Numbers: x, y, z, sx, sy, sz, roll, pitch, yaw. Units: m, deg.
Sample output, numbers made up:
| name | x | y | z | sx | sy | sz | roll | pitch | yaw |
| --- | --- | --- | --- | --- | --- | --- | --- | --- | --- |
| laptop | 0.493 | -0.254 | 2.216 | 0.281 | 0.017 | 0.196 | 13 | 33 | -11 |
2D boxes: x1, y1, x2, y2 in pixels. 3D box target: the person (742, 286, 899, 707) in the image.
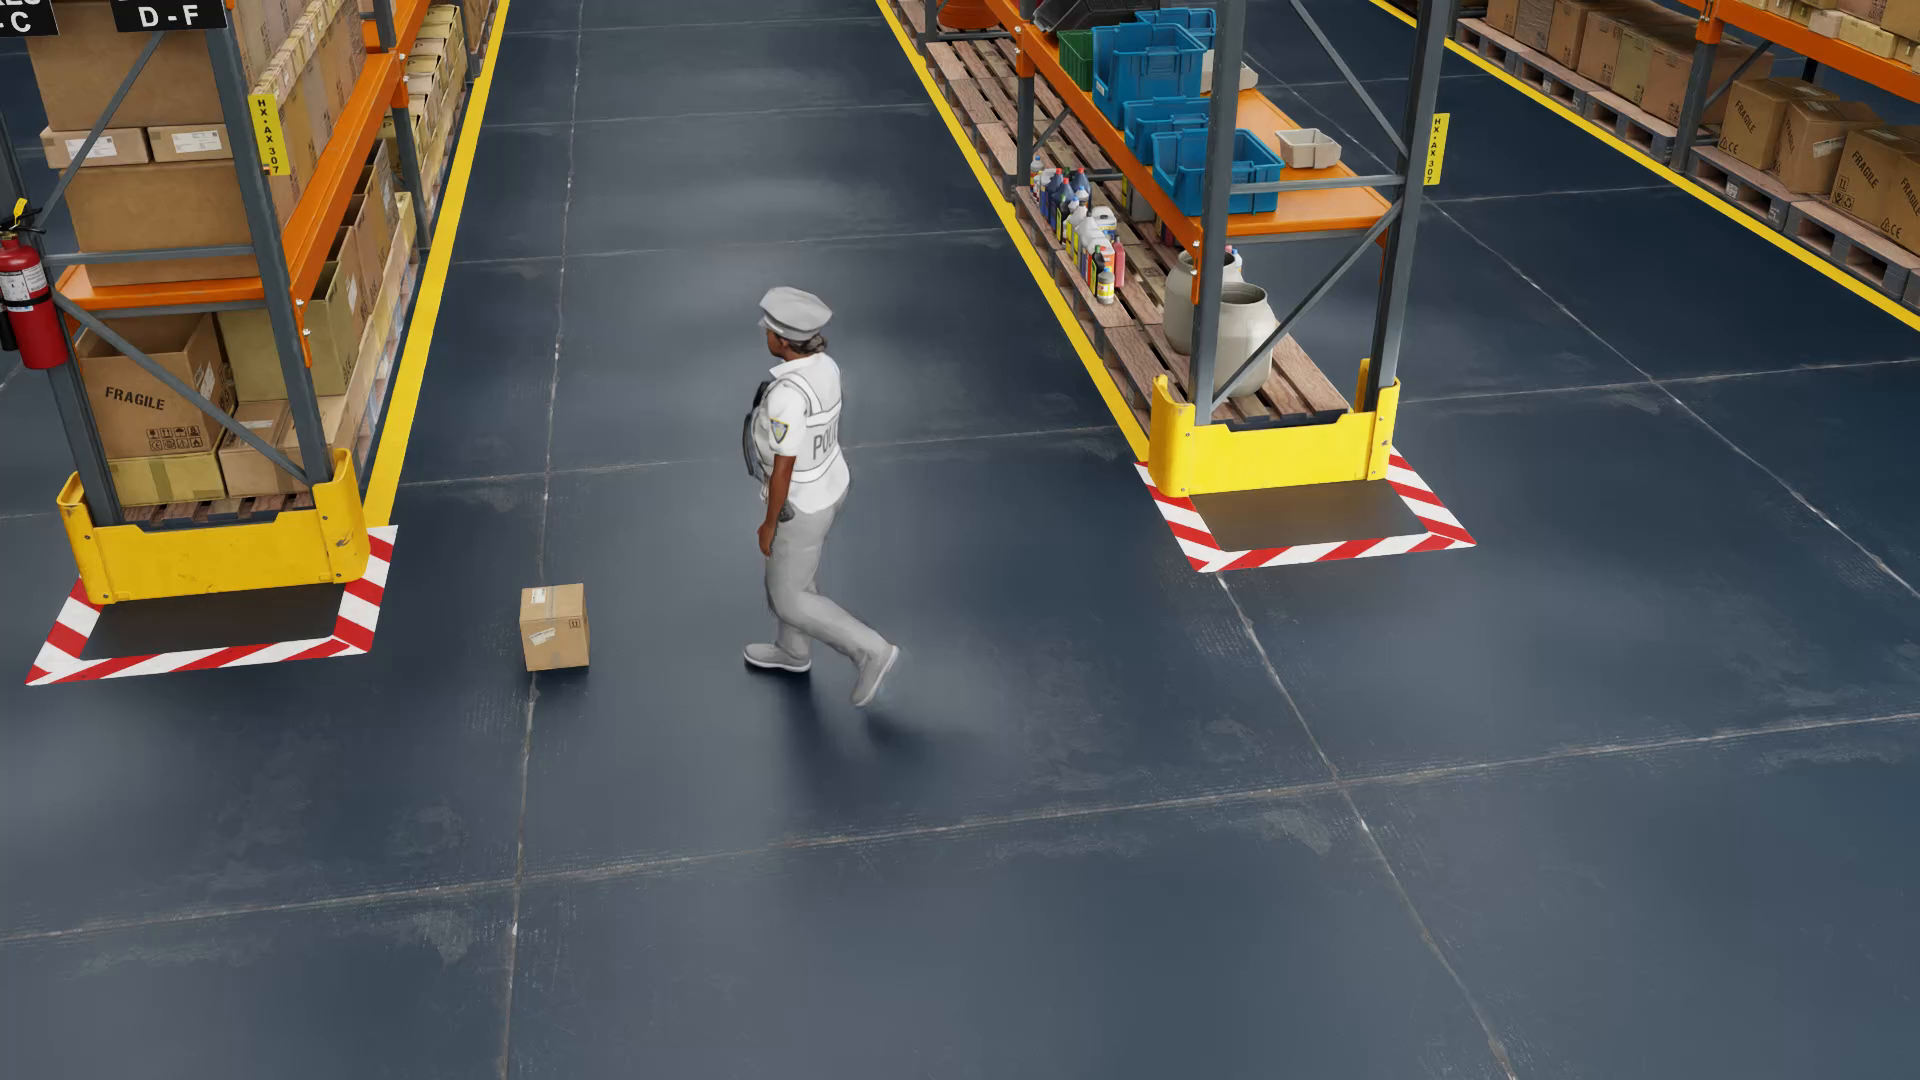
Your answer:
| name | x | y | z | sx | sy | sz | roll | pitch | yaw |
| --- | --- | --- | --- | --- | --- | --- | --- | --- | --- |
| person | -0.567 | -0.160 | 6.363 | 0.706 | 1.666 | 0.464 | 9 | 32 | 15 |
